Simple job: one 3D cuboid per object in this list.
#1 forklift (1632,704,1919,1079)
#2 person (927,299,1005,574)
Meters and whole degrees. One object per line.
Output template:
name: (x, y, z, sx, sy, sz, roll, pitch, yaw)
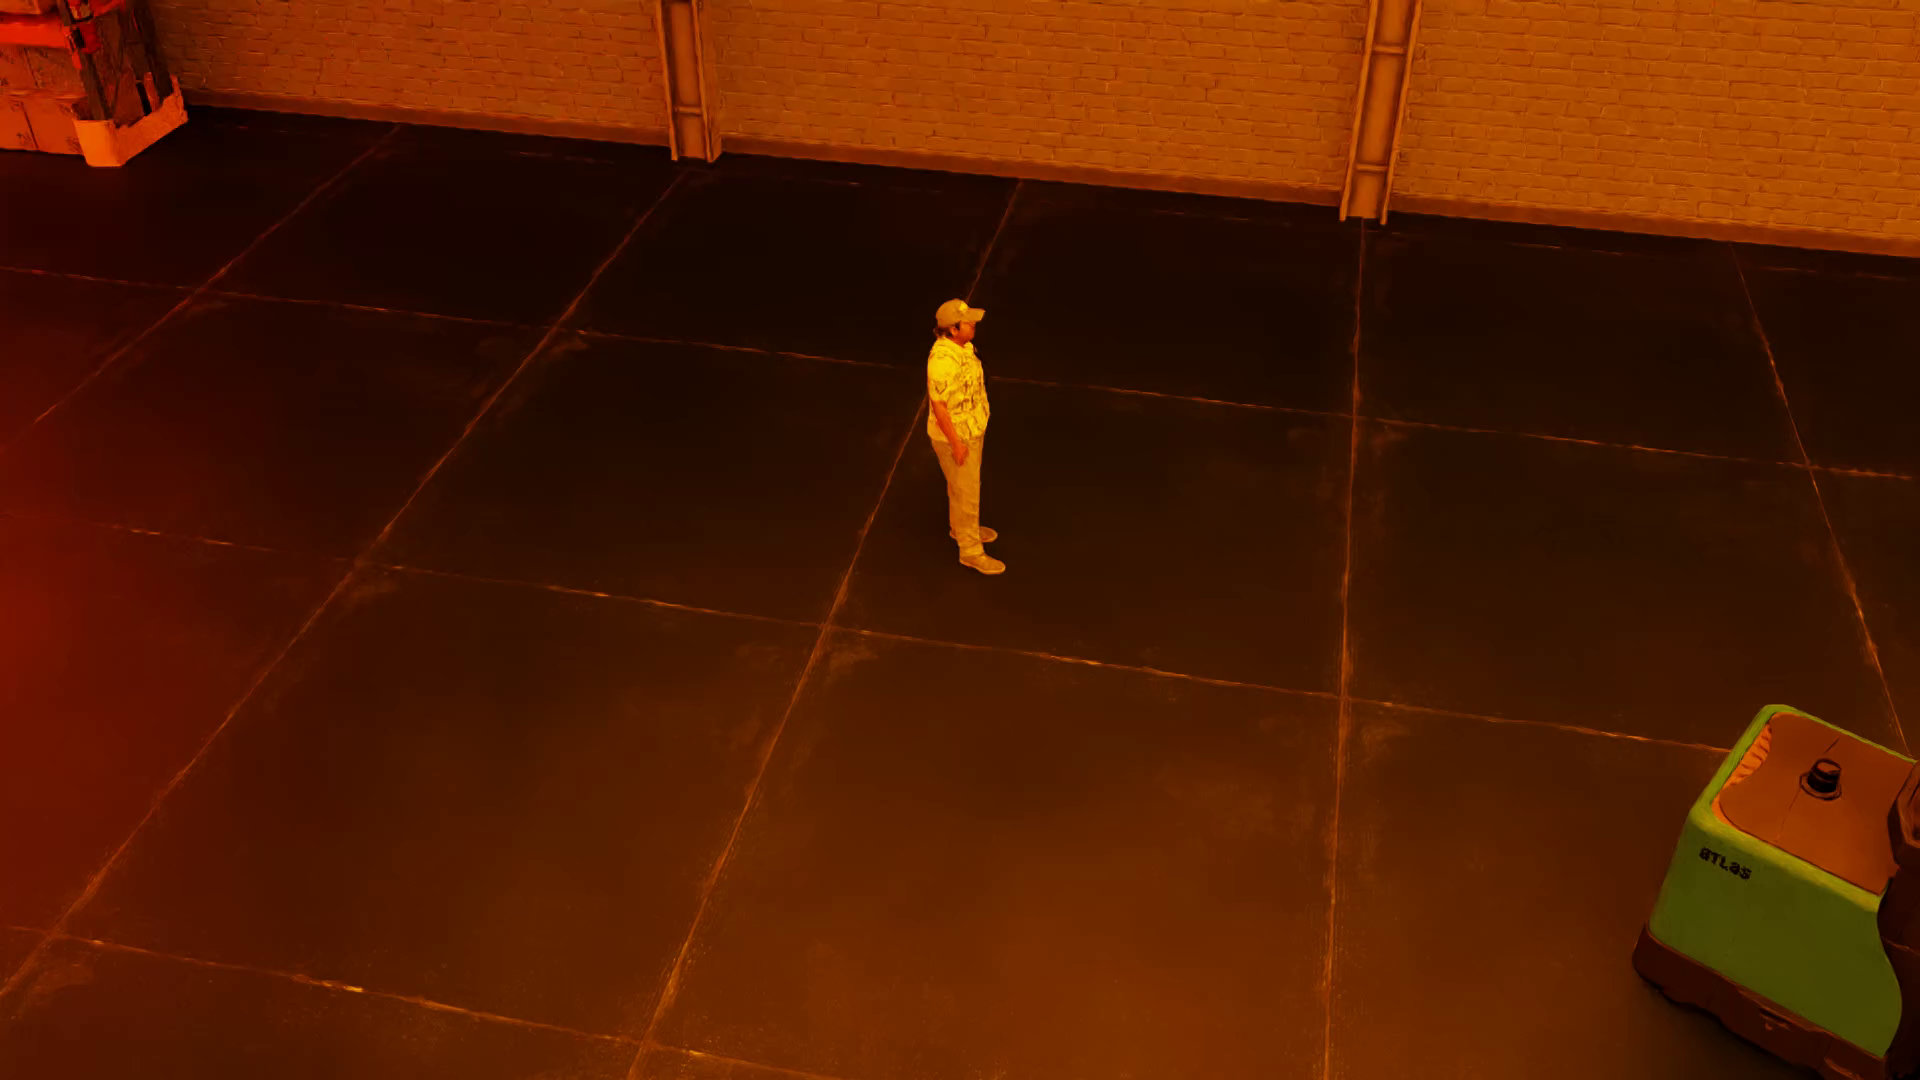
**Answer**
forklift: (4.574, 1.210, 6.408, 3.031, 2.935, 1.130, 27, 44, 32)
person: (0.070, -0.652, 9.969, 0.529, 1.669, 0.598, 7, 37, 10)
